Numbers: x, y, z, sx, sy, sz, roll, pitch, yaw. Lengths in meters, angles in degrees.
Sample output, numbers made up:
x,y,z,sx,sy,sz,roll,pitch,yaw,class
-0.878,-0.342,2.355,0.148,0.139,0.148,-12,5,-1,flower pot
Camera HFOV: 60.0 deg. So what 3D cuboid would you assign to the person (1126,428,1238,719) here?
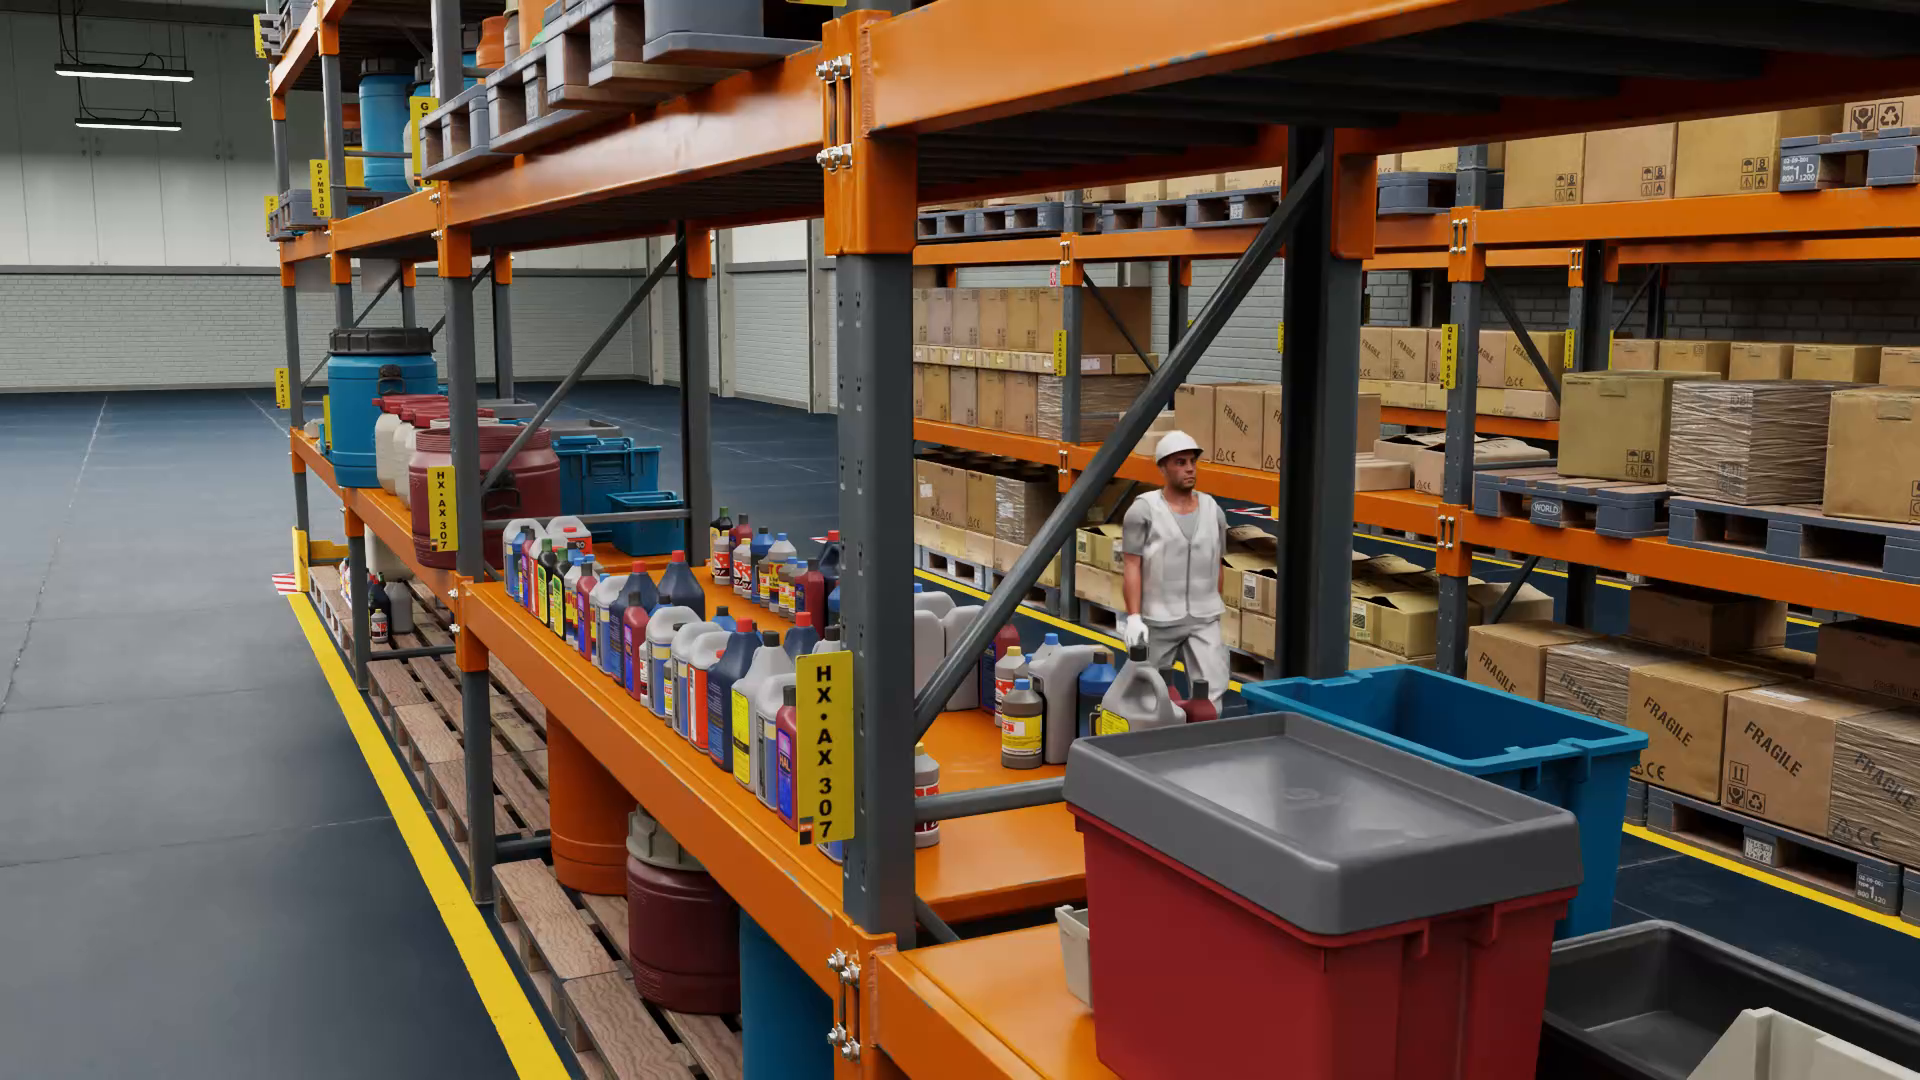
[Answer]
x,y,z,sx,sy,sz,roll,pitch,yaw,class
1.016,0.376,7.610,0.547,1.774,0.702,-1,8,-7,person
